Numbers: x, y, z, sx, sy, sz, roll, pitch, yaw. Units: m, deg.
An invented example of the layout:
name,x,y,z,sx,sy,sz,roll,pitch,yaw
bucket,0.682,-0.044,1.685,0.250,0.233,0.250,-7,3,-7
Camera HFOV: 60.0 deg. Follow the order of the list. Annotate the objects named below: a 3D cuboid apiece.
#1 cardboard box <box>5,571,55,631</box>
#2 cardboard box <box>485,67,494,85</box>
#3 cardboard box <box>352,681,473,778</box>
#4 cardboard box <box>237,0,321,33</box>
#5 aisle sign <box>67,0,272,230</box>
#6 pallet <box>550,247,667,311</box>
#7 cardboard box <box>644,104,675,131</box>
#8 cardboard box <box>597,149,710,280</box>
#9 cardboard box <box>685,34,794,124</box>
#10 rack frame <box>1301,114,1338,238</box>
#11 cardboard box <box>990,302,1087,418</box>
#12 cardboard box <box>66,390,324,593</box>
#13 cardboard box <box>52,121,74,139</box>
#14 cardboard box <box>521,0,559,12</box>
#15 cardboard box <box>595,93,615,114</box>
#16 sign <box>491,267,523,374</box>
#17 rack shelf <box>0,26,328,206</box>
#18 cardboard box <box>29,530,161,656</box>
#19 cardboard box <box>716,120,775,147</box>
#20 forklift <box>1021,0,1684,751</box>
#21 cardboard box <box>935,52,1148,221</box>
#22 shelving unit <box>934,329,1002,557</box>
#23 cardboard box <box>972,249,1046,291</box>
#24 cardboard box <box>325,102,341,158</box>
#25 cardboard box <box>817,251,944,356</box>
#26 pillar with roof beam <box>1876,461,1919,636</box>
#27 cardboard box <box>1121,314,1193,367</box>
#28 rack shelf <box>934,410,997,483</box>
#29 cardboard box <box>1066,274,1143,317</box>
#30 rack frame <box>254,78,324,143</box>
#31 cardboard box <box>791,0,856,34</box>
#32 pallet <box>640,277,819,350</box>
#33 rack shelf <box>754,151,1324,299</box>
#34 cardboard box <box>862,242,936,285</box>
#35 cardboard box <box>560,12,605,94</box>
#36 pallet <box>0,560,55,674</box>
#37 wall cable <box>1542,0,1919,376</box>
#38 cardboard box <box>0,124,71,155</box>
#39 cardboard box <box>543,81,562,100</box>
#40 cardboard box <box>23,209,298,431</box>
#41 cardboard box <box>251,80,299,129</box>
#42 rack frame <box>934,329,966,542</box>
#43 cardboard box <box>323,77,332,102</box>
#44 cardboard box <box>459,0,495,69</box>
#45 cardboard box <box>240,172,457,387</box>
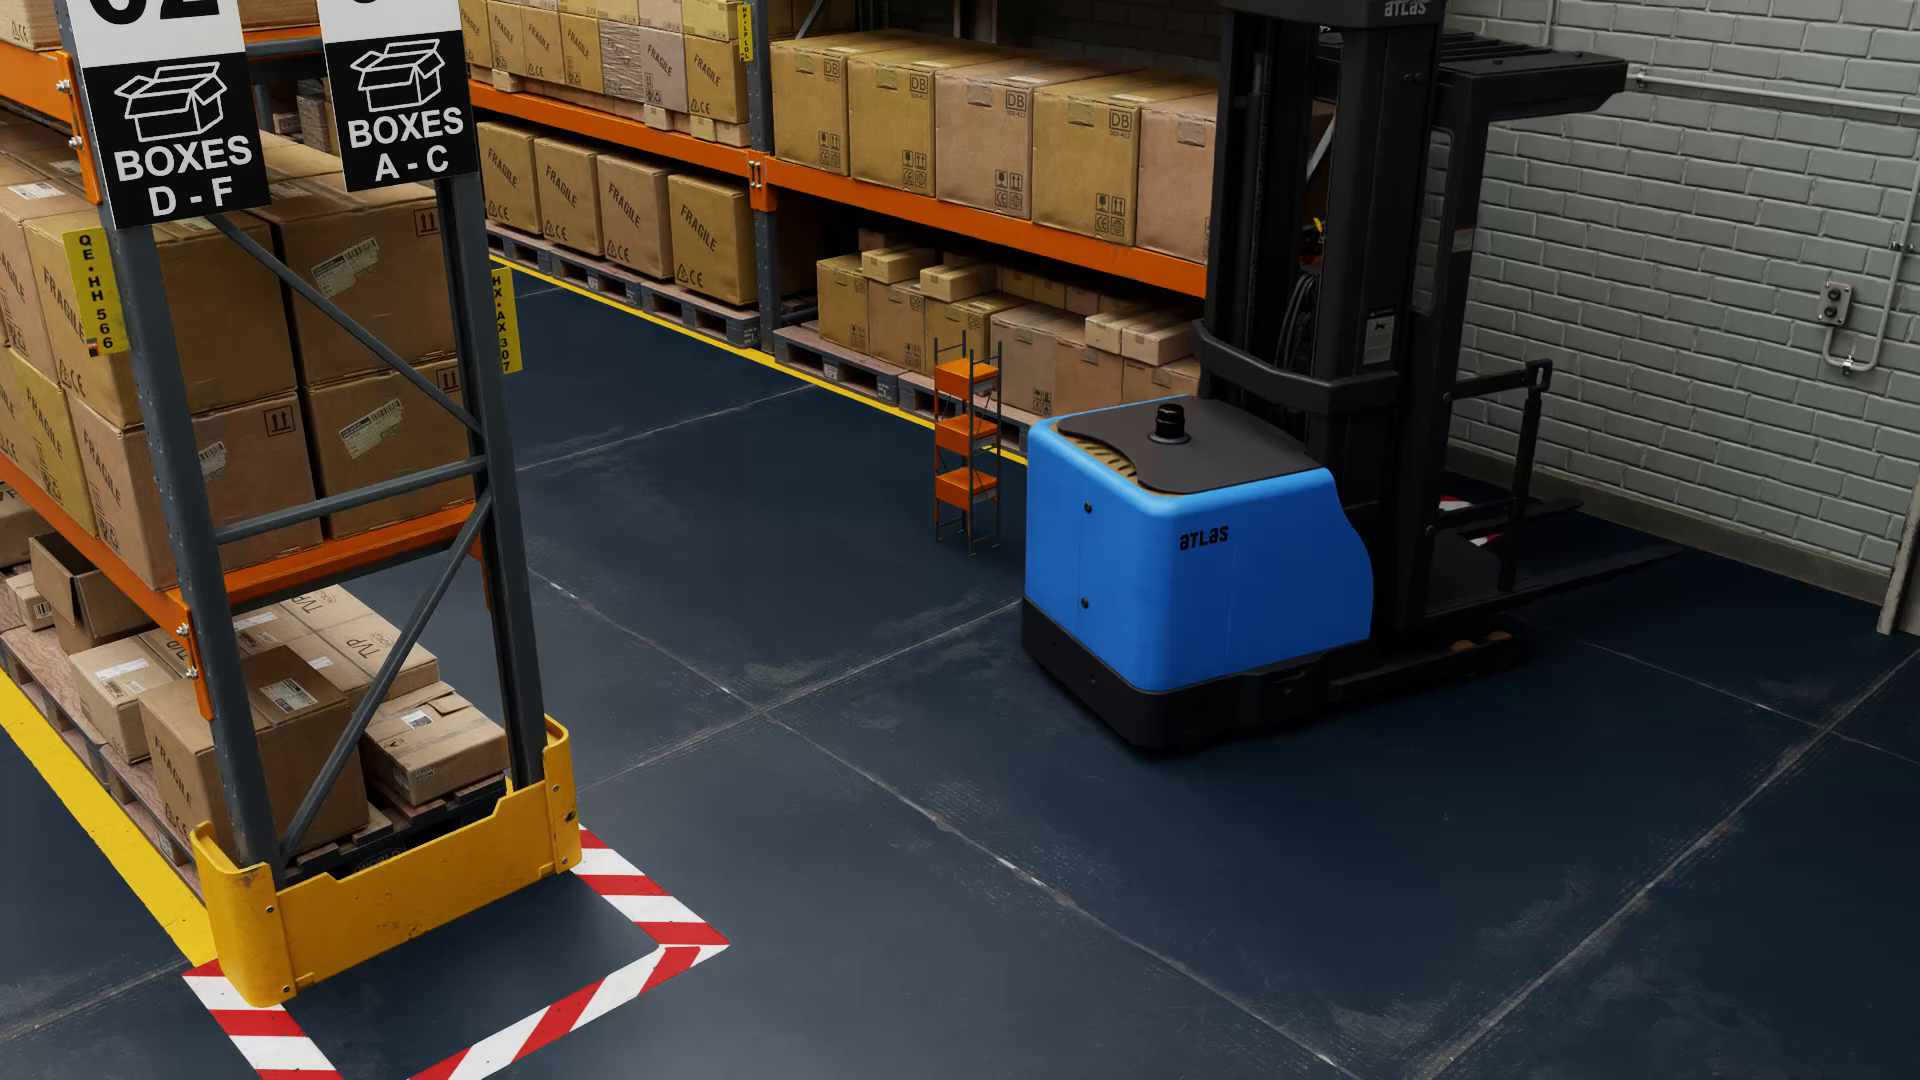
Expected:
name,x,y,z,sx,sy,sz,roll,pitch,yaw
cardboard box,-3.792,0.212,7.054,0.380,0.166,0.250,-21,32,-38
cardboard box,-3.418,-3.593,12.790,0.380,0.149,0.250,-21,32,-38
cardboard box,-1.991,0.676,6.037,0.380,0.166,0.250,-21,32,-38
cardboard box,-1.951,-1.637,4.790,0.500,0.250,0.500,-21,32,-38
aisle sign,-1.962,-1.187,4.107,0.394,0.787,0.004,-21,32,-38
pallet,-2.326,-2.044,12.476,1.003,0.211,1.213,-21,32,-38
cardboard box,-1.901,-2.872,11.210,0.380,0.149,0.250,-21,32,-38
cardboard box,-2.054,-2.372,11.920,0.750,0.750,0.750,-20,31,-37
cardboard box,-1.405,-2.989,10.685,0.500,0.500,0.500,-22,32,-39
rack frame,1.828,-1.519,7.965,1.000,3.000,0.127,-21,32,-38
cardboard box,0.591,-1.060,9.465,0.500,0.500,0.700,23,33,40
cardboard box,-2.290,-0.216,4.990,0.500,0.500,0.500,-20,31,-37
cardboard box,-2.945,-1.285,6.127,0.500,0.500,0.500,-22,32,-39
cardboard box,-2.805,-3.950,11.888,0.500,0.250,0.500,-21,32,-38
cardboard box,-2.353,-3.129,11.772,0.380,0.149,0.250,-20,31,-37
sign,-1.389,-0.660,5.040,0.100,0.325,0.005,-21,32,-38
rack shelf,-3.152,-1.756,5.737,1.077,0.370,4.000,-21,32,-38
cardboard box,-3.231,0.179,6.721,0.797,0.503,0.637,-21,32,-38
cardboard box,-1.343,-2.647,10.718,0.380,0.149,0.250,-21,32,-38
forklift,1.814,-0.932,6.761,3.031,2.935,1.130,-12,27,-24
cardboard box,0.453,-2.258,9.223,0.700,0.700,0.980,22,32,39
shelving unit,0.037,-0.461,7.997,0.215,1.050,0.252,-21,32,-38
cardboard box,0.291,-1.609,9.886,0.380,0.149,0.250,-21,32,-38
cardboard box,-5.469,-3.857,15.571,0.700,0.500,0.500,-22,32,-39
cardboard box,-0.469,-1.529,10.493,0.700,0.500,0.500,-21,32,-38
pillar with roof beam,1.163,-2.454,2.788,9.100,9.000,0.400,-21,32,-38
cardboard box,1.056,-1.039,8.637,0.380,0.149,0.250,-22,32,-39
rack shelf,0.037,-0.452,8.001,0.215,0.259,0.240,-21,32,-38
cardboard box,0.816,-1.376,9.377,0.380,0.149,0.250,-21,32,-38
rack frame,-6.374,-5.154,15.934,1.000,3.000,0.127,-21,32,-38
cardboard box,-1.030,-3.475,10.847,0.500,0.250,0.500,-20,31,-37
pallet,-1.488,-1.674,11.666,1.003,0.211,1.213,-21,32,-38
rack shelf,0.461,-1.797,9.443,1.077,0.370,4.000,-21,32,-38
cardboard box,-0.368,-1.668,10.017,0.380,0.149,0.250,-20,31,-37
cardboard box,-2.443,-3.445,11.685,0.500,0.500,0.500,-20,31,-37
pallet,-4.050,0.153,7.661,1.003,0.211,1.213,-21,32,-38
wall cable,3.394,-1.861,7.492,0.084,1.984,1.851,-21,32,-38
cardboard box,-3.345,-1.134,5.796,0.500,0.500,0.500,-20,31,-37
cardboard box,-2.852,-3.371,12.304,0.380,0.149,0.250,-20,31,-37
cardboard box,-2.290,-0.670,4.778,0.500,0.500,0.500,-22,32,-39
cardboard box,-7.112,-4.520,17.026,0.500,0.500,0.500,21,32,38
rack frame,-0.047,-0.498,8.078,0.200,1.050,0.008,-21,32,-38
cardboard box,-5.555,-4.208,15.437,0.500,0.250,0.500,-22,33,-39
cardboard box,-3.494,-3.913,12.710,0.500,0.500,0.500,-20,31,-37
cardboard box,-1.896,-0.822,5.112,0.500,0.500,0.500,-20,31,-37
